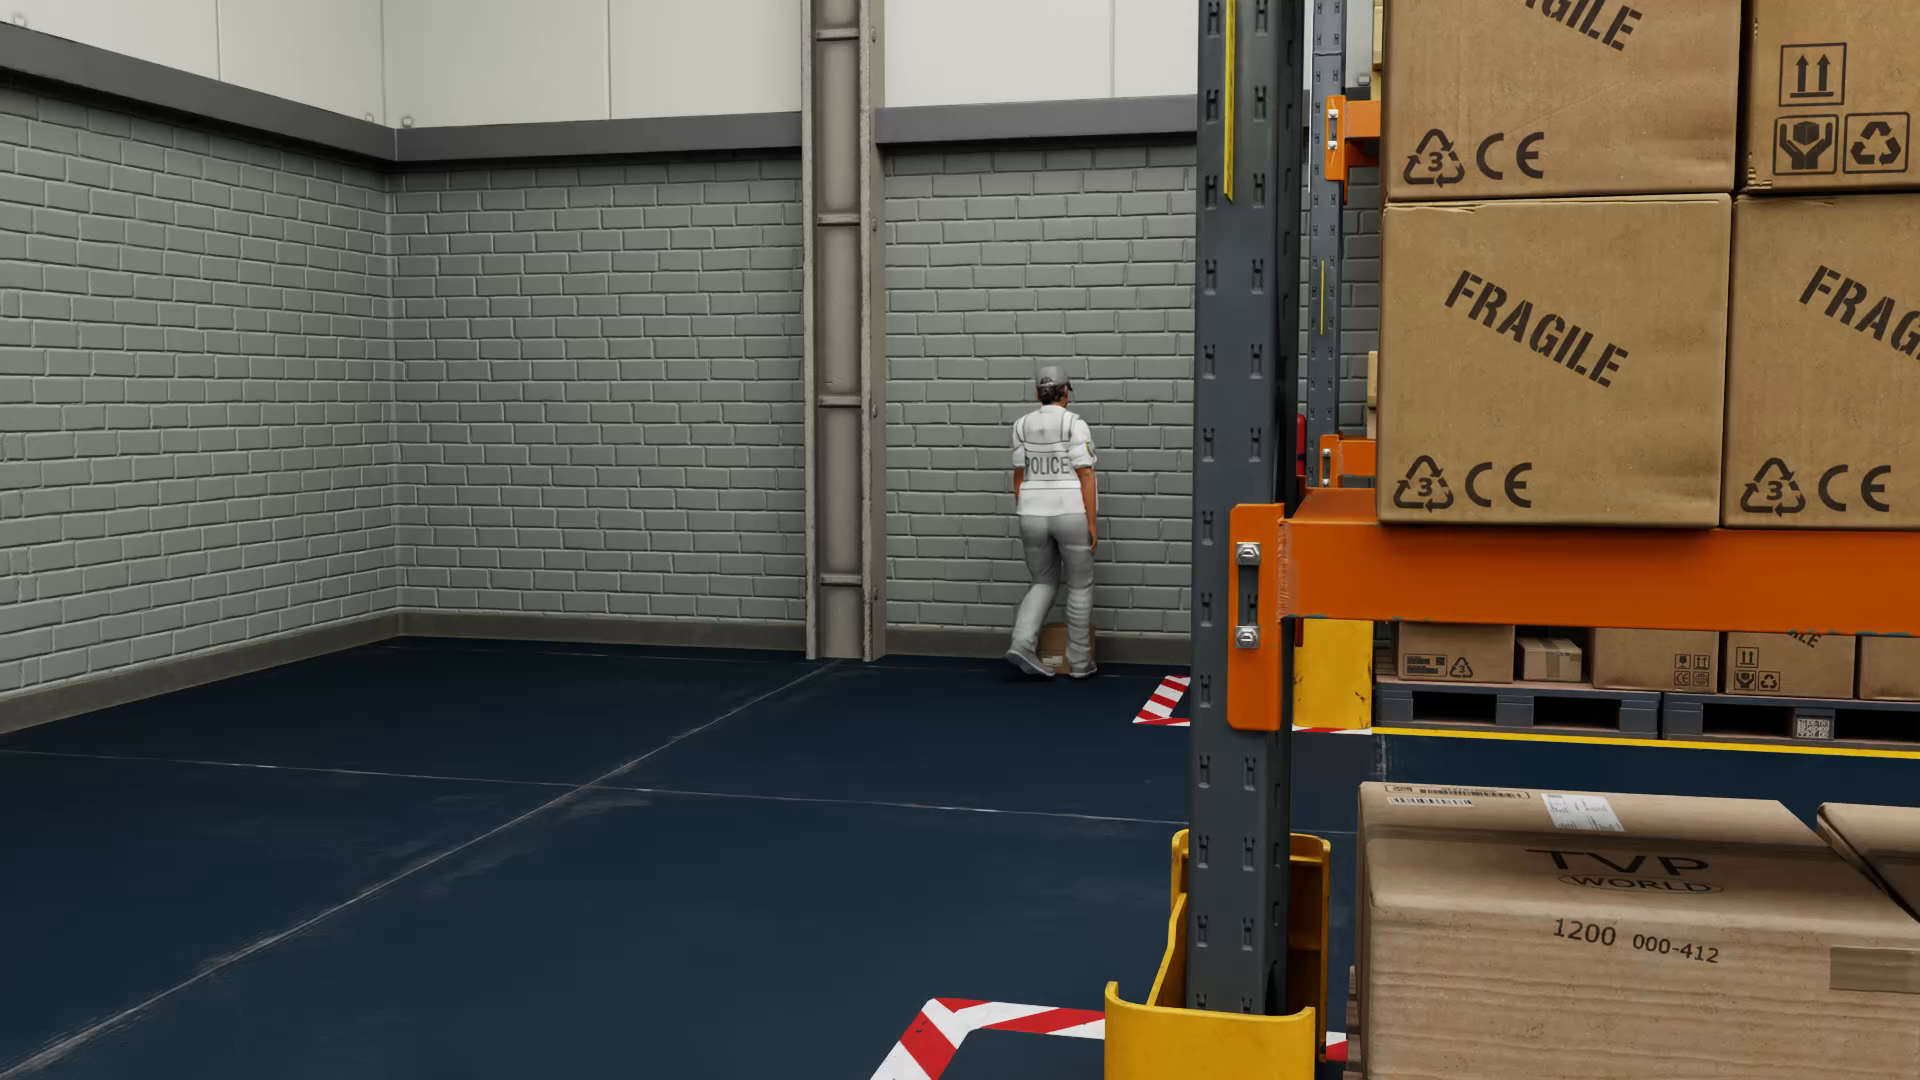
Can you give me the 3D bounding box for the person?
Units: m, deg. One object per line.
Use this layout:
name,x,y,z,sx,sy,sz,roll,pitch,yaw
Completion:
person,0.530,-0.100,8.815,0.491,1.651,0.504,3,6,30
